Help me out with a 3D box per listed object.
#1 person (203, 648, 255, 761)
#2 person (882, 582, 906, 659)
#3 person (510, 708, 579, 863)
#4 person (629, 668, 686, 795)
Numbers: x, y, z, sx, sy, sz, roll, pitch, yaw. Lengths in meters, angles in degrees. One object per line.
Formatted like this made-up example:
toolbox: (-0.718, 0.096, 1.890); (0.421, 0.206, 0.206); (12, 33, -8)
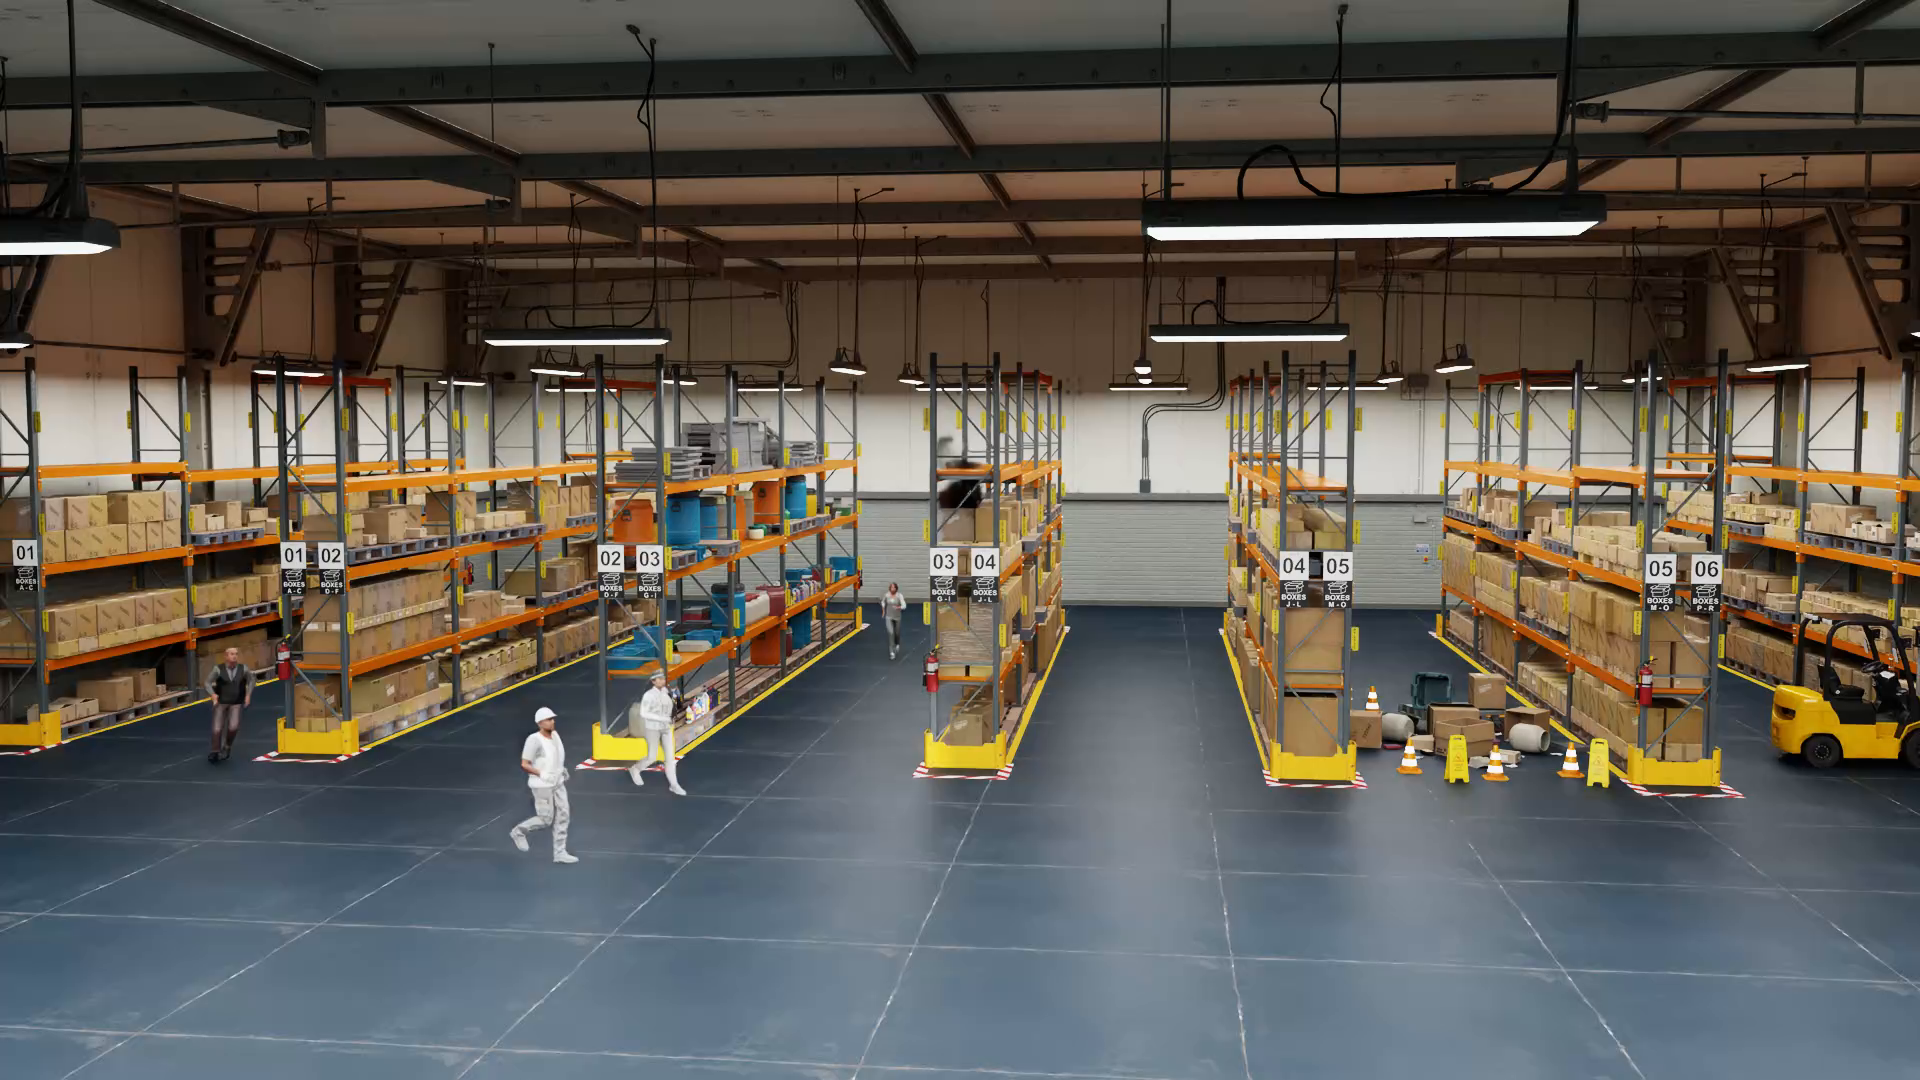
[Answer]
person: (-10.786, 2.425, 24.580); (0.714, 1.663, 0.598); (-2, 4, -25)
person: (-1.407, 1.682, 35.343); (0.534, 1.587, 0.884); (0, 4, 1)
person: (-4.711, 2.777, 18.885); (0.854, 1.758, 0.693); (2, 4, 21)
person: (-4.071, 2.557, 22.382); (0.941, 1.691, 0.632); (3, 5, 34)
